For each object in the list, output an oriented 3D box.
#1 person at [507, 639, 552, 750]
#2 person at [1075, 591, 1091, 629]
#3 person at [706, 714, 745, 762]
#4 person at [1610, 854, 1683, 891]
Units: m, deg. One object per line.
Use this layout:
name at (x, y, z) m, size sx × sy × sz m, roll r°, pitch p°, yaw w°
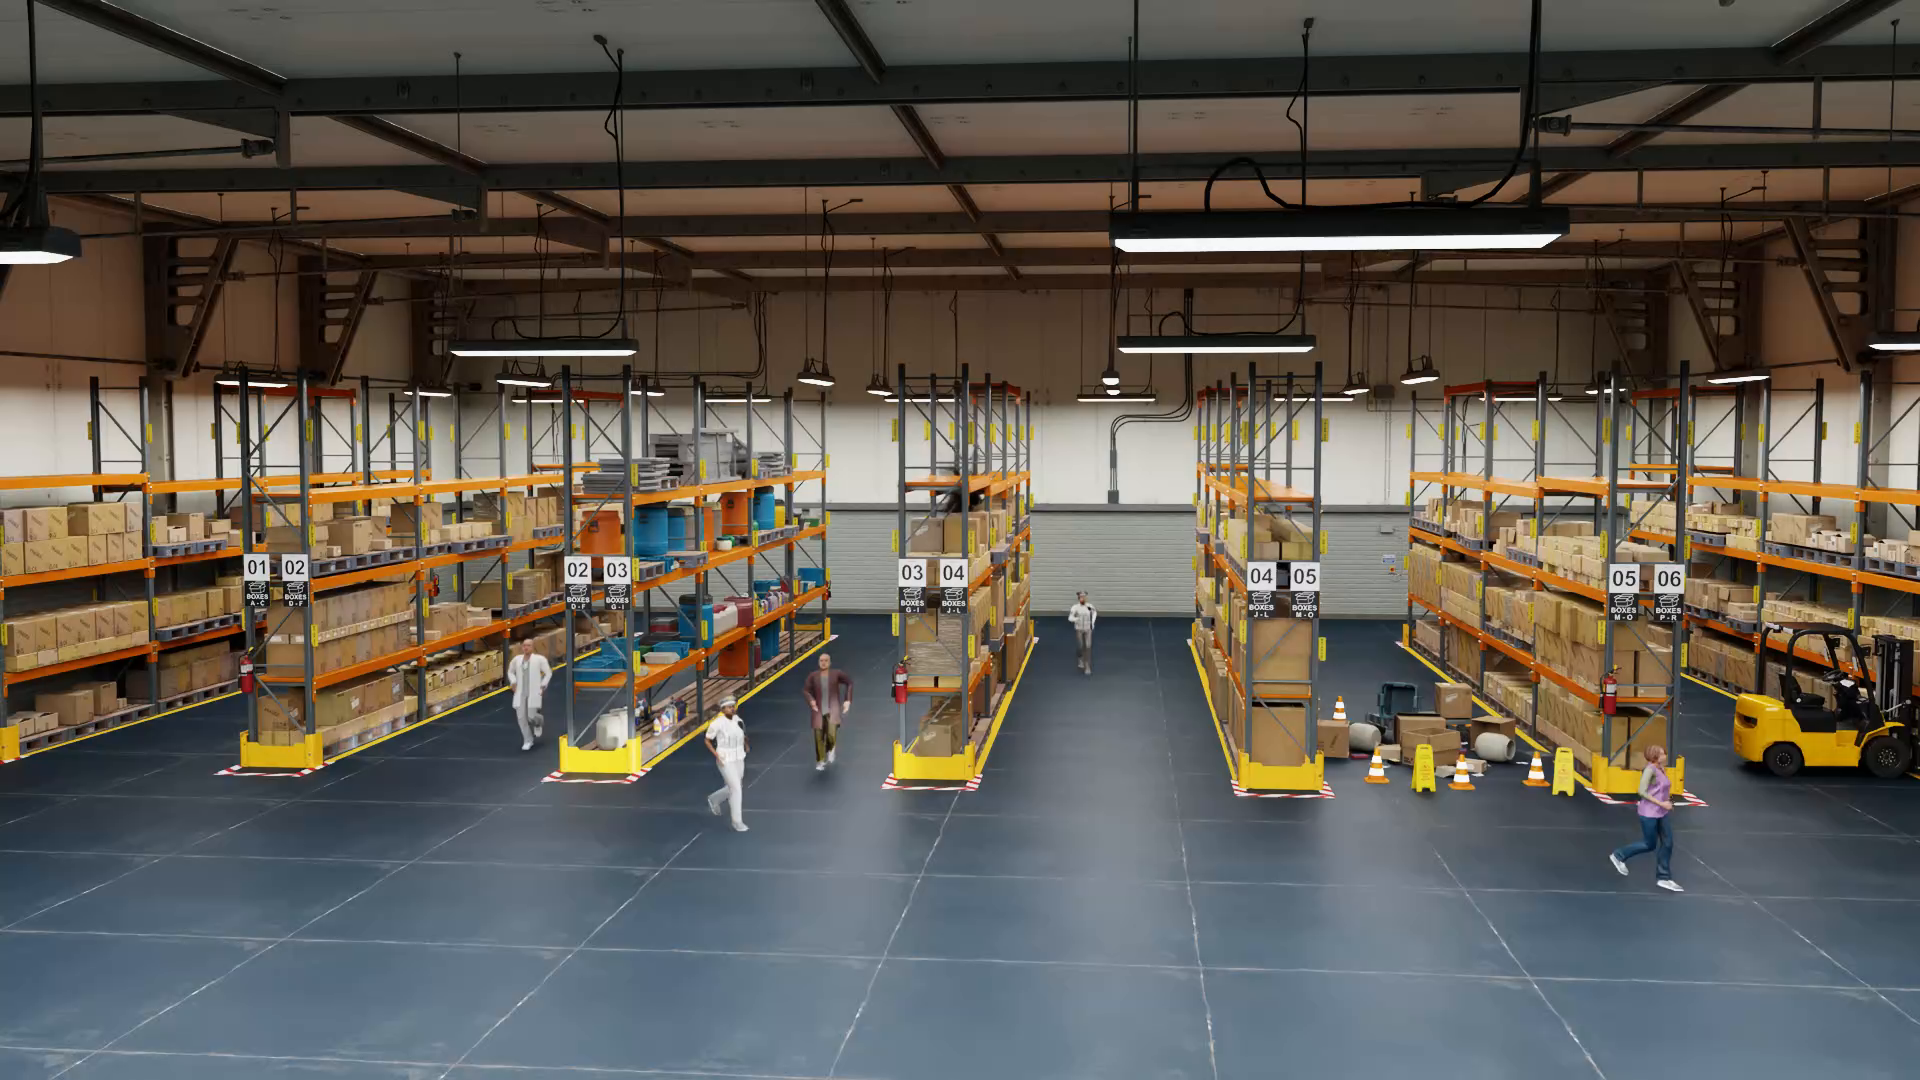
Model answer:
person at (-6.881, 2.448, 26.532) m, size 0.712 × 1.730 × 0.652 m, roll 0°, pitch 4°, yaw 0°
person at (2.564, 1.455, 34.779) m, size 0.343 × 0.810 × 0.330 m, roll 0°, pitch 4°, yaw 1°
person at (-2.930, 2.499, 21.132) m, size 0.368 × 0.584 × 0.535 m, roll 4°, pitch 5°, yaw 44°
person at (7.593, 3.662, 18.394) m, size 0.786 × 0.339 × 0.151 m, roll 4°, pitch 5°, yaw 45°
